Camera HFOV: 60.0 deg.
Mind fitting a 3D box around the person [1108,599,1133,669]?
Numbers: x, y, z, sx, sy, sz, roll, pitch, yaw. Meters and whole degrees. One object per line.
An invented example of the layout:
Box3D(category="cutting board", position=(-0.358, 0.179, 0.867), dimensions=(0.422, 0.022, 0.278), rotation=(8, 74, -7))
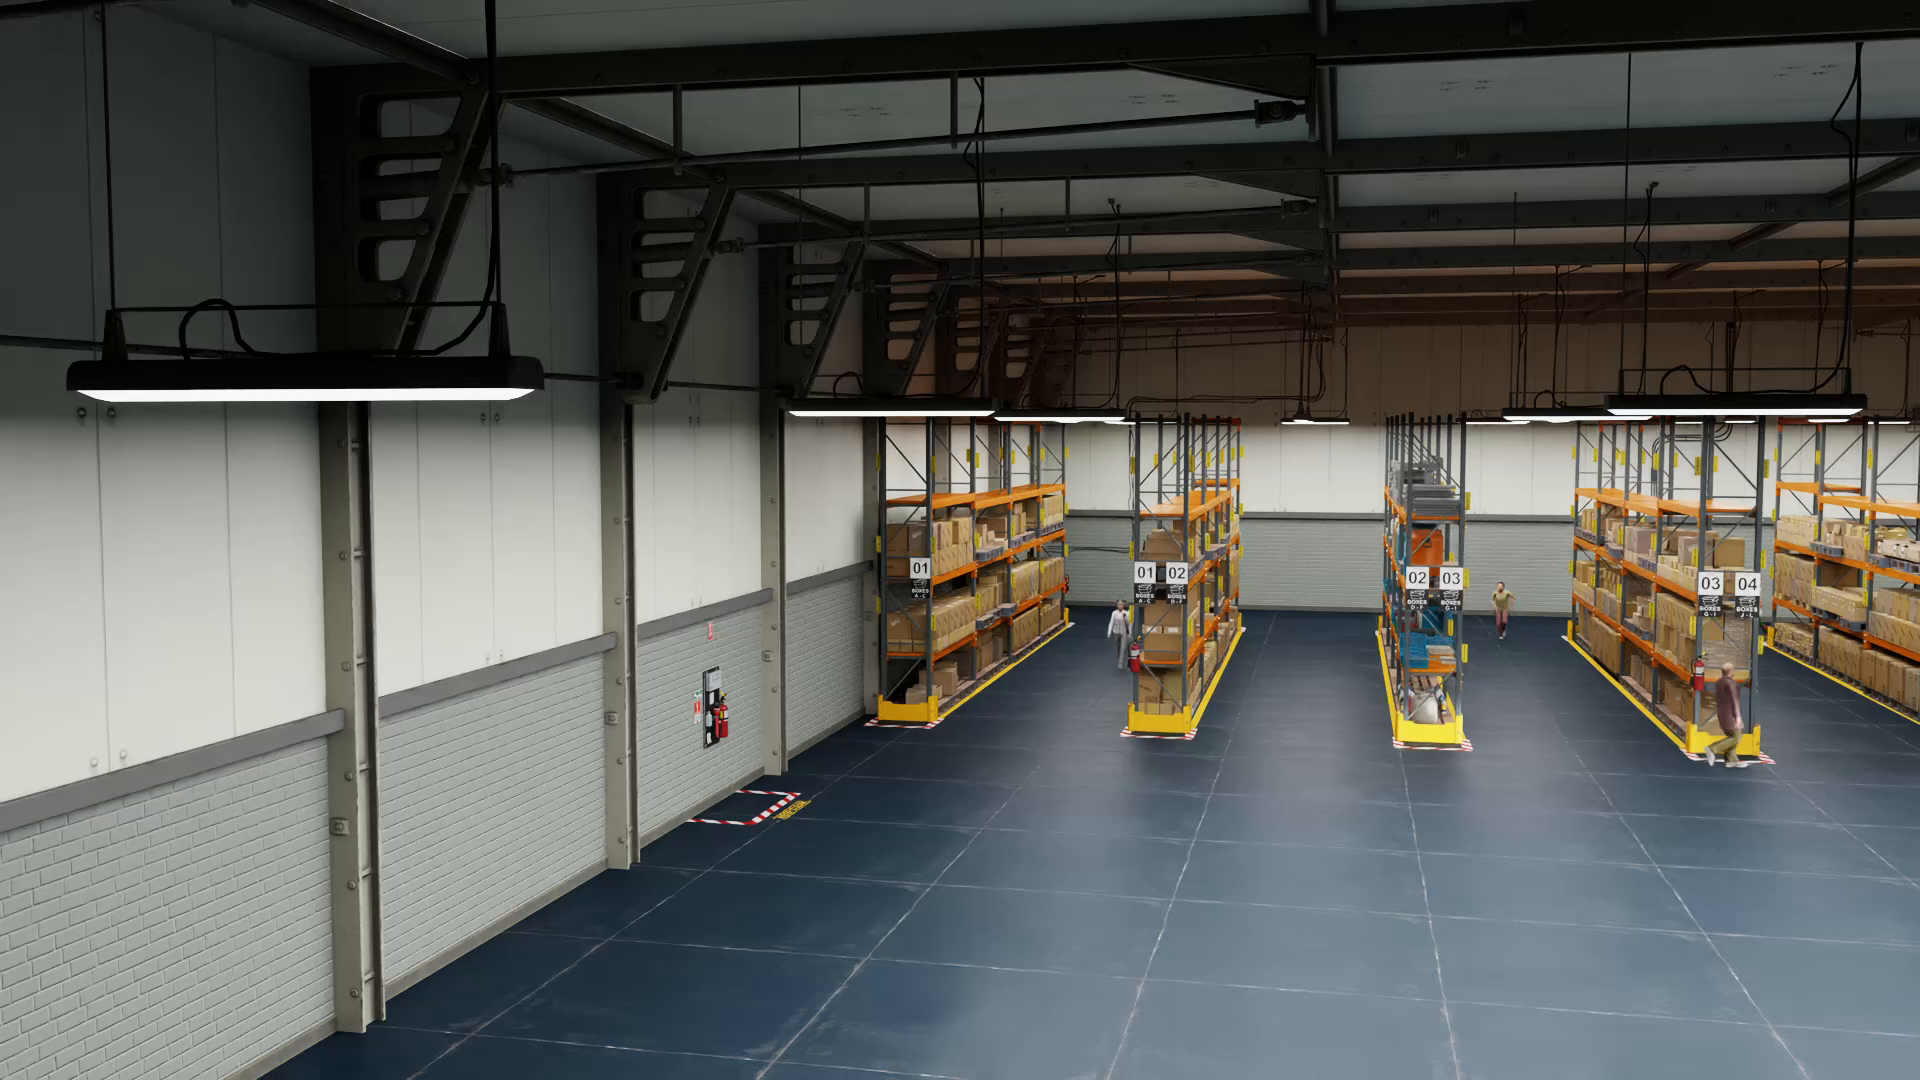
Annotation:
Box3D(category="person", position=(3.812, 2.207, 39.541), dimensions=(0.543, 1.619, 1.034), rotation=(1, 4, 16))

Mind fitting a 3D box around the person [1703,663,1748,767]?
Box3D(category="person", position=(12.824, 2.937, 27.829), dimensions=(0.800, 1.767, 0.616), rotation=(0, 4, 1))

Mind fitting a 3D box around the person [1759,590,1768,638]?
Box3D(category="person", position=(21.322, 1.845, 44.672), dimensions=(1.097, 1.733, 0.517), rotation=(0, 4, 3))

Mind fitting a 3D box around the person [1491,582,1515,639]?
Box3D(category="person", position=(14.662, 1.899, 44.926), dimensions=(0.625, 1.579, 0.674), rotation=(1, 4, 21))
